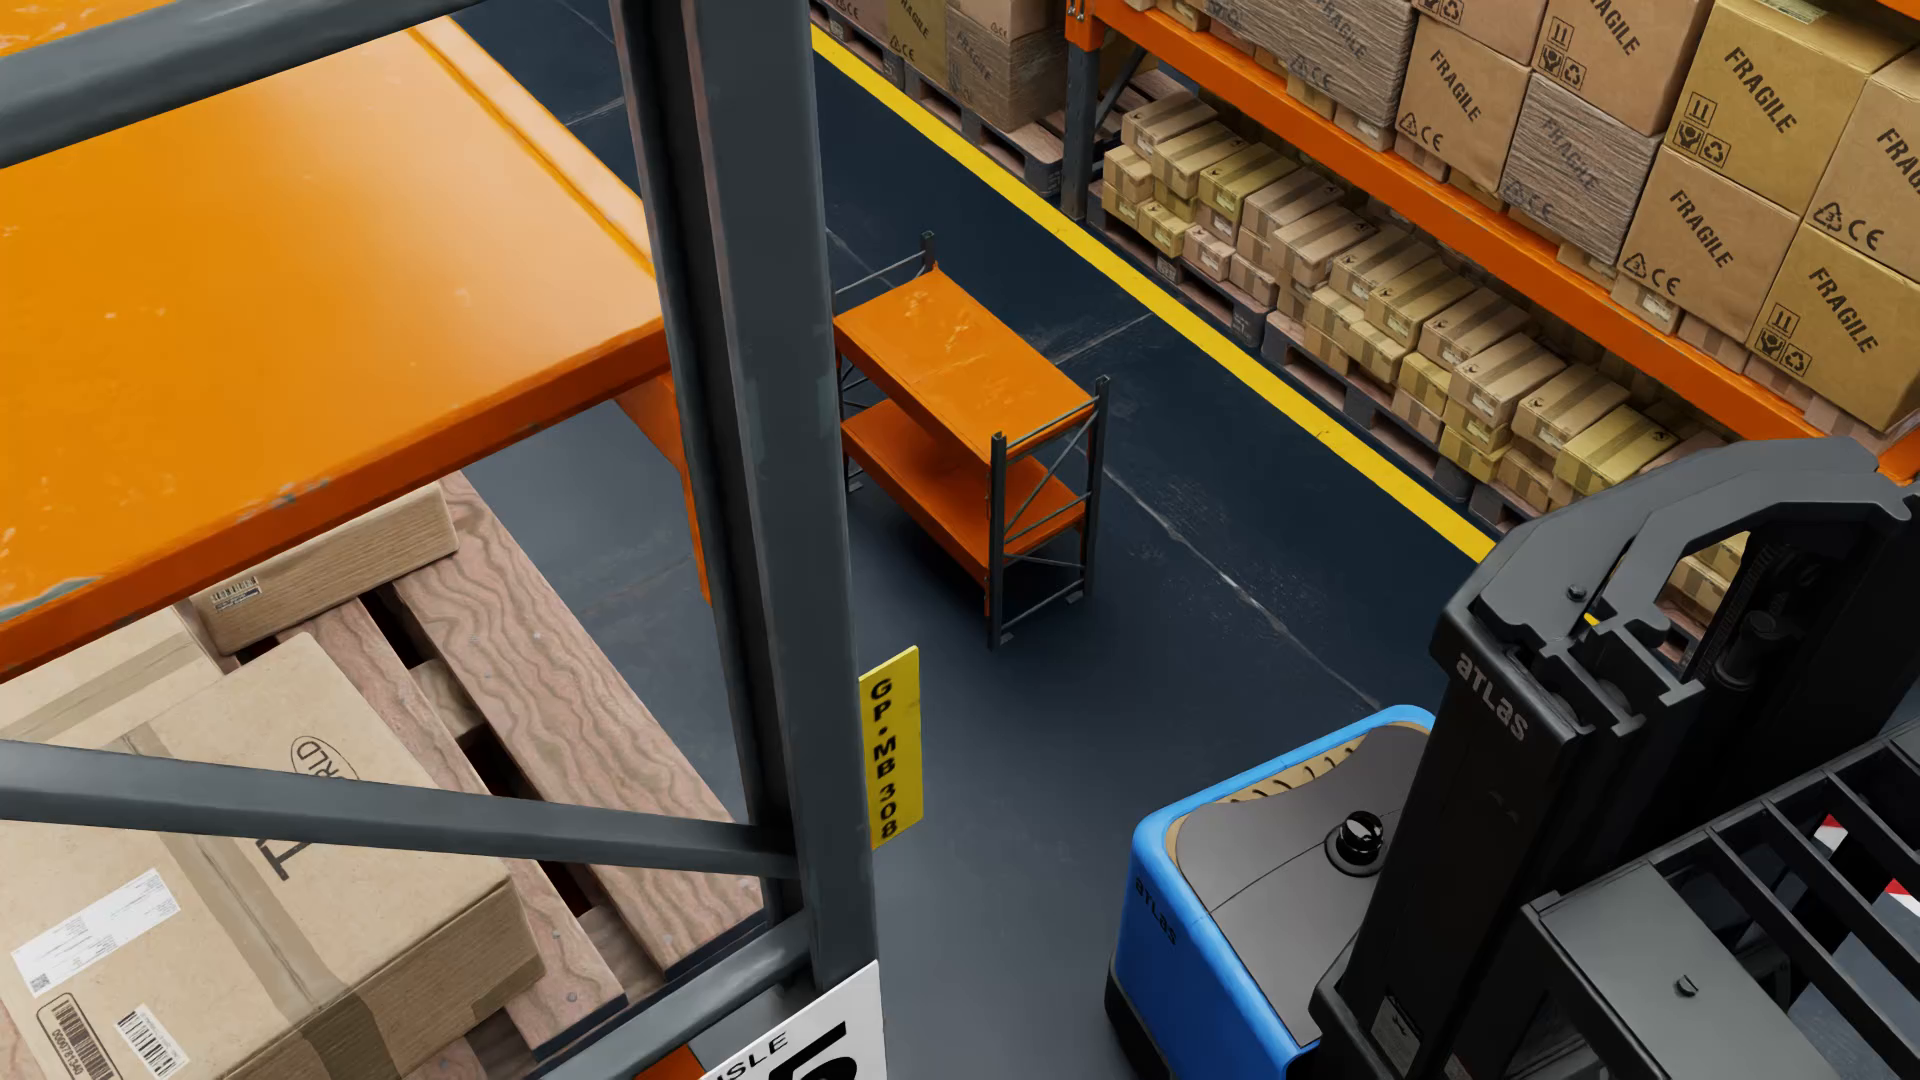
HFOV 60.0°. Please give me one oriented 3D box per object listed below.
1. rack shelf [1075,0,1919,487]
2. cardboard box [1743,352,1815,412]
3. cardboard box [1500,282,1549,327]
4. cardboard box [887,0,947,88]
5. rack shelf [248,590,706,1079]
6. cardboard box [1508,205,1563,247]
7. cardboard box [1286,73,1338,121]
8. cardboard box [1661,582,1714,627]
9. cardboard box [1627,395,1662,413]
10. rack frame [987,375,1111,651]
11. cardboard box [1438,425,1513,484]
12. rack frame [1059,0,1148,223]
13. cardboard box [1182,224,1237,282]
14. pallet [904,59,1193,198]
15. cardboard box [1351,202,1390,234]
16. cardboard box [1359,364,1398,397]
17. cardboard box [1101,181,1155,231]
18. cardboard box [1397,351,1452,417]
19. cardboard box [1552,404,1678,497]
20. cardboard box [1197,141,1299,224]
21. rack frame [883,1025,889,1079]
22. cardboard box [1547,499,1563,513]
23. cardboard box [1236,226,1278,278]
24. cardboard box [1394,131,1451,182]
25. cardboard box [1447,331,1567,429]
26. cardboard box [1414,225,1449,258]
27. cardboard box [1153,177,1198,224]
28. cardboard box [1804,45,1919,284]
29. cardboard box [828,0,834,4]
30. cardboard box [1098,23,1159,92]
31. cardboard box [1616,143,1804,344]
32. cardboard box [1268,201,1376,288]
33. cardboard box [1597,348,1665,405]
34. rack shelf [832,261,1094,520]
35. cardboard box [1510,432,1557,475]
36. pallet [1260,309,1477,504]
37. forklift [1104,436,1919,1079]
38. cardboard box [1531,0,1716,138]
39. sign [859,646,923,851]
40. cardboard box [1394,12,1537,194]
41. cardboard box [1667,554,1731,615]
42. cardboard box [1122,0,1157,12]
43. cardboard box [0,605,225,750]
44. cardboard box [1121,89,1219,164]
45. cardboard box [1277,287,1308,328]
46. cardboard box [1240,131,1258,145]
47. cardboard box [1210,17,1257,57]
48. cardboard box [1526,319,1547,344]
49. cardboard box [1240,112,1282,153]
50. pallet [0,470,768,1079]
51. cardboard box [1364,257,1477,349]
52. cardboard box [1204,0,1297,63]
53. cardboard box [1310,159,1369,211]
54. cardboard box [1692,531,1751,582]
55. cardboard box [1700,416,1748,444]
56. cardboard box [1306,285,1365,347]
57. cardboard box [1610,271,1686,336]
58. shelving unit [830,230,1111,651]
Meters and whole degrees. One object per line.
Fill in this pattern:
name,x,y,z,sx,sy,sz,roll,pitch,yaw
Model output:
rack shelf,2.138,-1.403,6.481,1.077,0.370,4.000,-29,54,-24
cardboard box,2.805,-0.610,5.446,0.380,0.149,0.250,-29,54,-24
cardboard box,2.489,-1.077,6.940,0.380,0.149,0.250,-29,54,-23
cardboard box,-0.032,-2.751,8.622,0.500,0.500,0.500,-31,55,-25
rack shelf,-1.741,-0.130,3.303,1.077,0.370,4.000,-29,54,-24
cardboard box,2.216,-1.245,6.023,0.380,0.149,0.250,-32,55,-25
cardboard box,1.517,-1.832,6.554,0.380,0.149,0.250,-28,54,-23
cardboard box,2.864,0.135,6.243,0.380,0.149,0.250,-29,54,-23
cardboard box,2.827,-0.664,6.766,0.380,0.149,0.250,-28,54,-23
rack frame,0.312,-0.074,6.057,0.500,1.125,0.032,-29,54,-24
cardboard box,2.172,-0.428,6.753,0.380,0.149,0.250,-32,55,-25
rack frame,0.927,-2.824,7.284,1.000,3.000,0.127,-29,54,-24
cardboard box,1.244,-1.368,7.605,0.380,0.149,0.250,-30,54,-24
pallet,0.454,-2.345,8.733,1.003,0.211,1.213,-29,54,-24
cardboard box,1.964,-1.426,7.457,0.380,0.149,0.250,-28,54,-23
cardboard box,1.929,-0.781,7.073,0.380,0.149,0.250,-28,54,-23
cardboard box,0.891,-1.648,7.859,0.380,0.149,0.250,-32,55,-25
cardboard box,2.022,-0.696,6.796,0.380,0.149,0.250,-27,53,-22
cardboard box,2.462,-0.317,6.250,0.380,0.149,0.250,-31,55,-25
cardboard box,1.282,-1.595,7.409,0.380,0.149,0.250,-30,54,-24
rack frame,-0.530,1.815,3.079,1.000,3.000,0.127,-29,54,-24
cardboard box,2.536,-0.166,6.516,0.380,0.149,0.250,-30,54,-24
cardboard box,1.453,-1.353,7.391,0.380,0.149,0.250,-32,55,-26
cardboard box,1.873,-1.533,6.284,0.380,0.149,0.250,-27,53,-23
cardboard box,2.149,-0.631,6.536,0.380,0.149,0.250,-28,53,-23
cardboard box,2.197,-1.378,7.213,0.380,0.149,0.250,-31,55,-25
cardboard box,1.116,-1.641,7.652,0.380,0.149,0.250,-29,54,-24
cardboard box,2.873,-1.093,4.772,0.500,0.500,0.500,-30,55,-25
cardboard box,-0.648,-3.357,9.171,0.500,0.500,0.500,-31,55,-25
cardboard box,0.690,-2.680,8.557,0.500,0.500,0.500,-27,53,-23
cardboard box,2.564,-1.054,5.412,0.500,0.500,0.500,-30,55,-25
cardboard box,1.547,-1.265,7.110,0.380,0.149,0.250,-28,54,-23
cardboard box,2.772,-0.733,6.628,0.380,0.149,0.250,-32,55,-26
rack shelf,0.004,-0.570,6.112,0.538,0.278,1.000,-29,54,-24
cardboard box,2.405,-0.442,6.565,0.380,0.149,0.250,-30,54,-24
pallet,2.104,-0.787,7.320,1.003,0.211,1.213,-29,54,-24
forklift,1.573,1.336,3.559,1.130,2.935,3.031,-20,51,-18
cardboard box,2.245,-1.694,5.317,0.500,0.500,0.500,-27,53,-22
sign,-0.085,0.242,1.837,0.100,0.325,0.005,-29,54,-24
cardboard box,1.956,-1.647,5.949,0.500,0.500,0.500,-27,53,-22
cardboard box,2.802,0.068,6.102,0.380,0.149,0.250,-31,55,-25
cardboard box,0.838,-2.425,7.093,0.380,0.149,0.250,-28,53,-23
cardboard box,-1.191,0.281,2.263,0.380,0.149,0.250,-33,56,-27
cardboard box,0.970,-1.911,7.696,0.380,0.149,0.250,-27,53,-23
cardboard box,1.628,-1.098,7.360,0.380,0.149,0.250,-32,55,-25
cardboard box,1.544,-1.910,7.896,0.380,0.149,0.250,-32,55,-26
cardboard box,1.256,-2.173,6.863,0.380,0.149,0.250,-32,55,-25
cardboard box,2.394,-0.919,6.998,0.380,0.149,0.250,-27,53,-22
cardboard box,1.535,-1.981,7.759,0.380,0.149,0.250,-29,54,-24
pallet,-0.987,0.405,2.393,1.003,0.211,1.213,-29,54,-24
cardboard box,1.896,-0.978,6.850,0.380,0.149,0.250,-29,54,-24
cardboard box,1.331,-2.263,6.508,0.500,0.500,0.500,-29,54,-24
cardboard box,1.787,-1.650,7.459,0.380,0.149,0.250,-28,54,-23
cardboard box,2.826,-0.047,6.006,0.380,0.149,0.250,-29,54,-24
cardboard box,3.039,-0.418,6.343,0.380,0.149,0.250,-28,54,-23
cardboard box,1.704,-1.003,7.073,0.380,0.149,0.250,-30,54,-24
cardboard box,2.469,-0.891,5.701,0.380,0.149,0.250,-28,54,-23
shelving unit,0.004,-0.374,6.328,0.538,1.125,1.048,-29,54,-24
